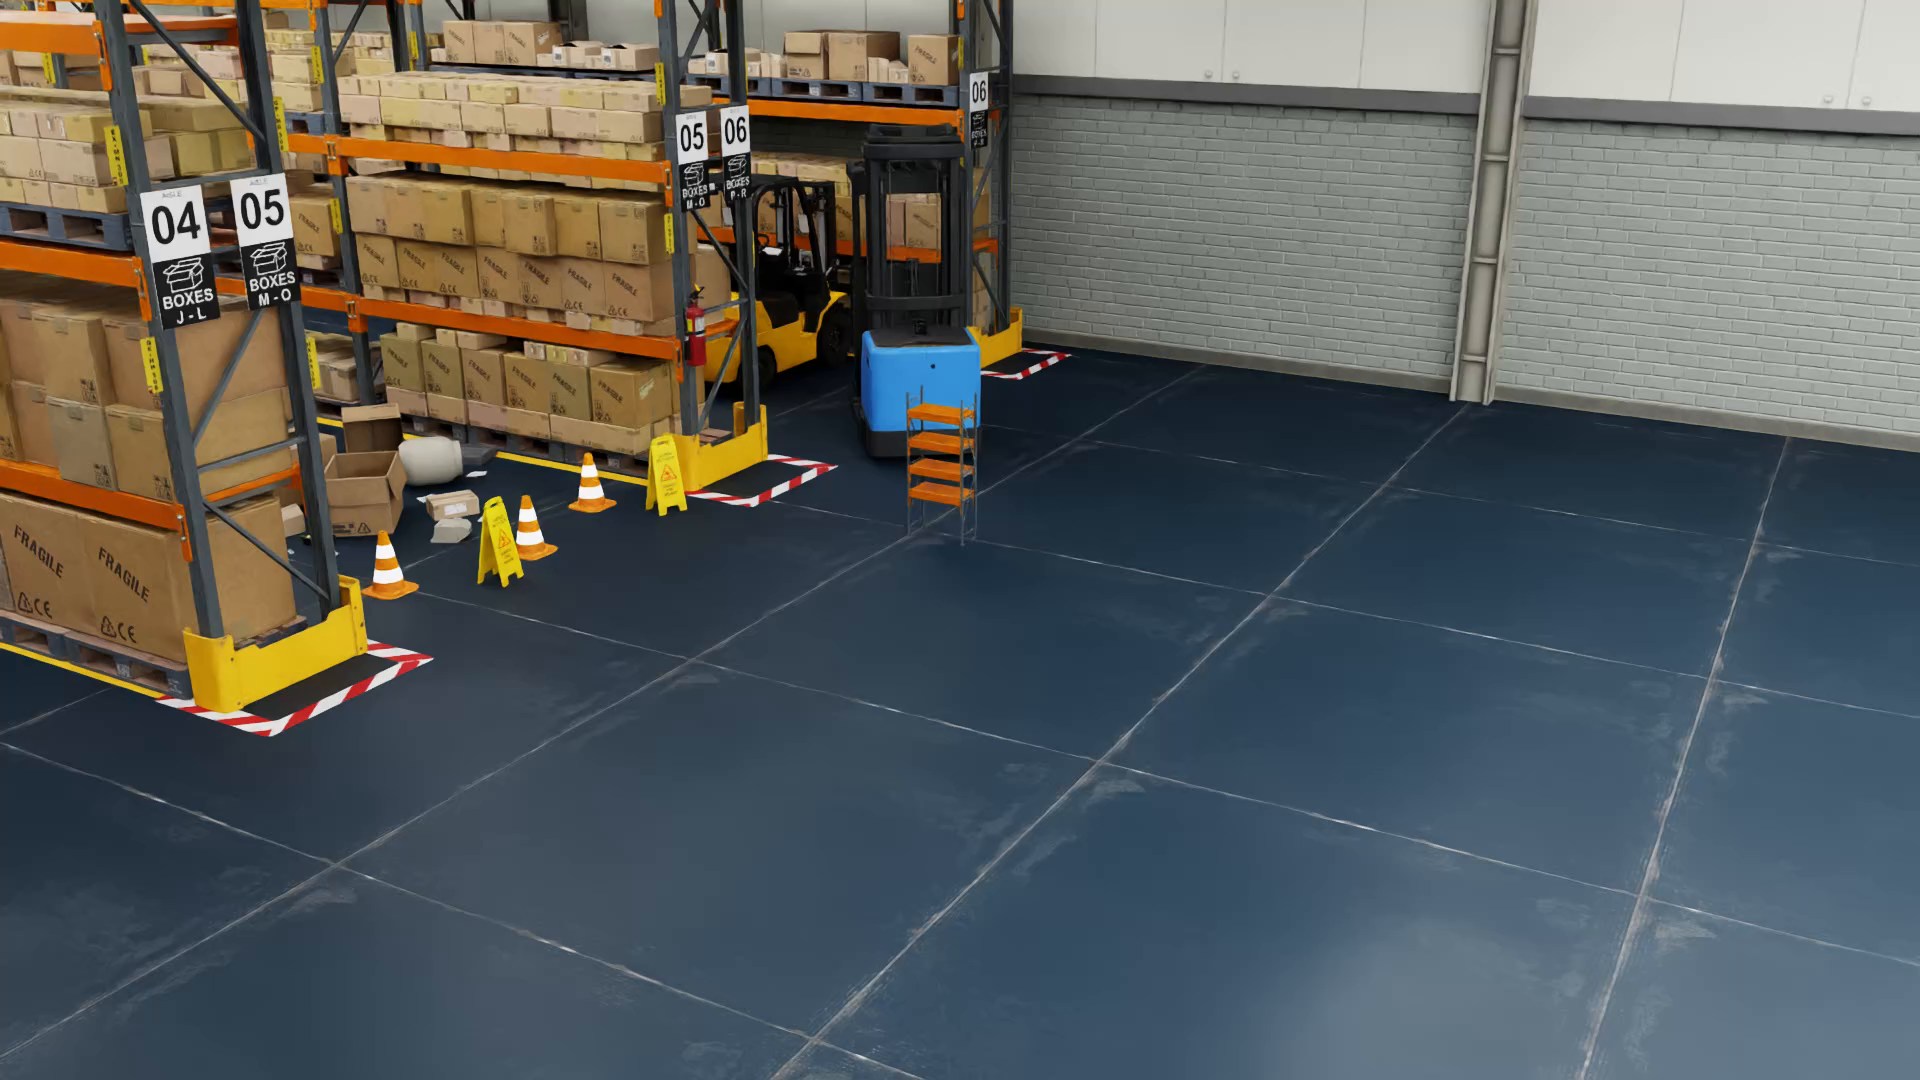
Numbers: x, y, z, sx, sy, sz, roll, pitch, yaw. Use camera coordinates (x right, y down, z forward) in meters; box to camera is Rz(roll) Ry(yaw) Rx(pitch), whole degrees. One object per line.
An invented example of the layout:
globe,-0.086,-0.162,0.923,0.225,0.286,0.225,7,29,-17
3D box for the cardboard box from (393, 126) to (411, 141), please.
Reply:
cardboard box,-4.996,-3.780,15.356,0.250,0.149,0.380,11,23,27

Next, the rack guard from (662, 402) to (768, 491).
rack guard,-2.194,-0.854,14.985,0.348,0.500,1.175,11,23,27

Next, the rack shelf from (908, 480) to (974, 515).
rack shelf,-0.145,-0.342,13.327,0.480,0.148,0.258,11,23,27

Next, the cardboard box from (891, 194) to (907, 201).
cardboard box,-0.584,-3.916,18.663,0.250,0.149,0.380,11,23,28

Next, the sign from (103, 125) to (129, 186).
sign,-4.731,-2.156,9.327,0.005,0.325,0.100,11,23,27

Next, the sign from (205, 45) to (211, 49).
sign,-10.445,-6.980,23.052,0.005,0.325,0.100,11,23,27

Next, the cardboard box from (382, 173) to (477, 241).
cardboard box,-4.906,-3.109,15.488,0.500,0.500,0.700,11,23,28

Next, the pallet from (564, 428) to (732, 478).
pallet,-2.886,-0.863,15.436,1.213,0.211,1.003,11,23,27

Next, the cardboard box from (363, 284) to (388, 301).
cardboard box,-5.502,-2.415,15.993,0.250,0.149,0.380,11,23,27

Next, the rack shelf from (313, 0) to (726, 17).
rack shelf,-3.874,-4.829,14.541,4.000,0.370,1.077,11,23,27

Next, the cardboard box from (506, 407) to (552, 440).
cardboard box,-3.873,-1.149,15.551,0.500,0.250,0.500,10,22,25

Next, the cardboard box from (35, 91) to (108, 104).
cardboard box,-5.699,-2.799,10.720,0.250,0.149,0.380,10,22,27

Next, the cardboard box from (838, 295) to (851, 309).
cardboard box,-1.182,-2.788,19.336,0.500,0.250,0.500,10,22,26

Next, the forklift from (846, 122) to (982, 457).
forklift,-0.517,-2.603,16.243,1.130,2.935,3.031,-3,20,-8

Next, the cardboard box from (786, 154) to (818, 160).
cardboard box,-1.874,-4.522,19.898,0.250,0.149,0.380,10,22,26

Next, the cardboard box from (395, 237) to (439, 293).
cardboard box,-4.922,-2.635,15.649,0.500,0.500,0.500,11,23,27

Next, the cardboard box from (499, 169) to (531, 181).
cardboard box,-5.542,-4.667,21.318,0.500,0.250,0.500,10,22,26

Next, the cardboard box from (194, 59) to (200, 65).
cardboard box,-10.645,-6.754,23.555,0.250,0.149,0.380,11,22,27

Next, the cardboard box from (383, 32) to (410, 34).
cardboard box,-7.562,-6.757,22.394,0.250,0.149,0.380,12,23,29

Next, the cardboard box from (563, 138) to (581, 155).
cardboard box,-3.213,-3.432,14.397,0.250,0.149,0.380,11,23,28

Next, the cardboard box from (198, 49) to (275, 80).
cardboard box,-7.090,-4.675,16.326,0.500,0.250,0.500,11,23,28

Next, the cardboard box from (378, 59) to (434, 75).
cardboard box,-7.261,-6.177,21.817,0.500,0.250,0.500,10,22,26

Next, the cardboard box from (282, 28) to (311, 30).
cardboard box,-9.187,-7.030,23.117,0.250,0.149,0.380,12,23,29

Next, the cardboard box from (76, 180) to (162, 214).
cardboard box,-4.909,-2.016,9.732,0.250,0.149,0.380,11,23,27

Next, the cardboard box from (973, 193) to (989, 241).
cardboard box,-0.008,-3.706,19.038,0.500,0.500,0.500,12,23,29

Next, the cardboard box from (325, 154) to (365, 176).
cardboard box,-8.210,-5.287,22.775,0.637,0.503,0.797,10,22,26

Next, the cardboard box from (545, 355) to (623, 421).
cardboard box,-3.412,-1.415,15.183,0.500,0.500,0.500,12,23,29

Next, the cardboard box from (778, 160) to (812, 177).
cardboard box,-1.906,-4.319,19.340,0.250,0.149,0.380,11,23,27

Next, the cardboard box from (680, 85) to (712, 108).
cardboard box,-2.339,-3.803,14.250,0.250,0.149,0.380,11,22,27

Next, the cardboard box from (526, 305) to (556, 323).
cardboard box,-3.710,-2.088,15.092,0.250,0.149,0.380,11,22,27

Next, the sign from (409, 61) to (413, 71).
sign,-5.362,-4.497,16.207,0.005,0.325,0.100,11,23,27

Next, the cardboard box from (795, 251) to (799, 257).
cardboard box,-1.794,-3.342,20.130,0.500,0.250,0.500,11,23,28

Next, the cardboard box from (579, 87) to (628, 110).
cardboard box,-3.005,-3.743,14.084,0.250,0.149,0.380,11,22,27

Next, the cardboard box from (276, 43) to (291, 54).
cardboard box,-9.010,-6.644,22.490,0.250,0.149,0.380,11,23,29

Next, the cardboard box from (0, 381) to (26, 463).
cardboard box,-6.201,-0.936,11.326,0.500,0.550,0.875,11,23,27

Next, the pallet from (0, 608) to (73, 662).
pallet,-6.251,0.472,11.754,1.213,0.211,1.003,11,23,27

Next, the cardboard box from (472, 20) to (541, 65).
cardboard box,-5.692,-6.279,20.969,0.500,0.500,0.700,10,22,26

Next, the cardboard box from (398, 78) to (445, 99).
cardboard box,-4.821,-4.066,14.975,0.250,0.149,0.380,11,22,27

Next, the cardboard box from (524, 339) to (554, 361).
cardboard box,-3.755,-1.762,15.189,0.250,0.149,0.380,12,23,30

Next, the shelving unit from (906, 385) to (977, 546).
shelving unit,-0.145,-0.592,13.236,0.503,1.200,0.258,11,23,27

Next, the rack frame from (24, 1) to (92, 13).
rack frame,-13.679,-8.975,24.912,0.127,3.000,1.000,11,23,27

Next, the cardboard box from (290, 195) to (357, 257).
cardboard box,-6.135,-3.074,16.242,0.500,0.500,0.500,10,22,26

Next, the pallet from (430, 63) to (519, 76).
pallet,-6.059,-6.060,21.550,1.003,0.211,1.213,12,23,30

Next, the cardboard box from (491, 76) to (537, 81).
cardboard box,-4.071,-4.165,15.248,0.250,0.149,0.380,11,23,28

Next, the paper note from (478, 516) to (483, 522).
paper note,-3.924,-0.185,13.830,0.142,0.019,0.148,3,20,9

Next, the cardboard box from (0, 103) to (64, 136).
cardboard box,-5.581,-2.519,9.949,0.250,0.149,0.380,11,23,28

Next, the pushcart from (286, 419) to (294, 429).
pushcart,-6.688,-0.761,14.911,0.936,0.377,1.648,3,20,9

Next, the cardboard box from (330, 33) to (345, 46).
cardboard box,-8.272,-6.676,22.172,0.250,0.149,0.380,11,23,27

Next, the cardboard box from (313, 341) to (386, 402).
cardboard box,-6.079,-1.730,16.973,0.625,0.372,0.950,11,23,28

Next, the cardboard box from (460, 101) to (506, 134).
cardboard box,-4.042,-3.753,14.696,0.500,0.250,0.500,11,23,28

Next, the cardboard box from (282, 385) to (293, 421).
cardboard box,-6.462,-1.327,15.180,0.500,0.500,0.500,11,23,27

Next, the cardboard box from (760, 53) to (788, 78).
cardboard box,-2.055,-5.414,18.926,0.258,0.266,0.396,10,22,26

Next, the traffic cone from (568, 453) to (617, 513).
traffic cone,-3.133,-0.511,14.095,0.334,0.463,0.336,11,23,27

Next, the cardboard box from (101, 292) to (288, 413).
cardboard box,-4.759,-1.177,10.408,0.550,0.550,0.875,11,23,27
